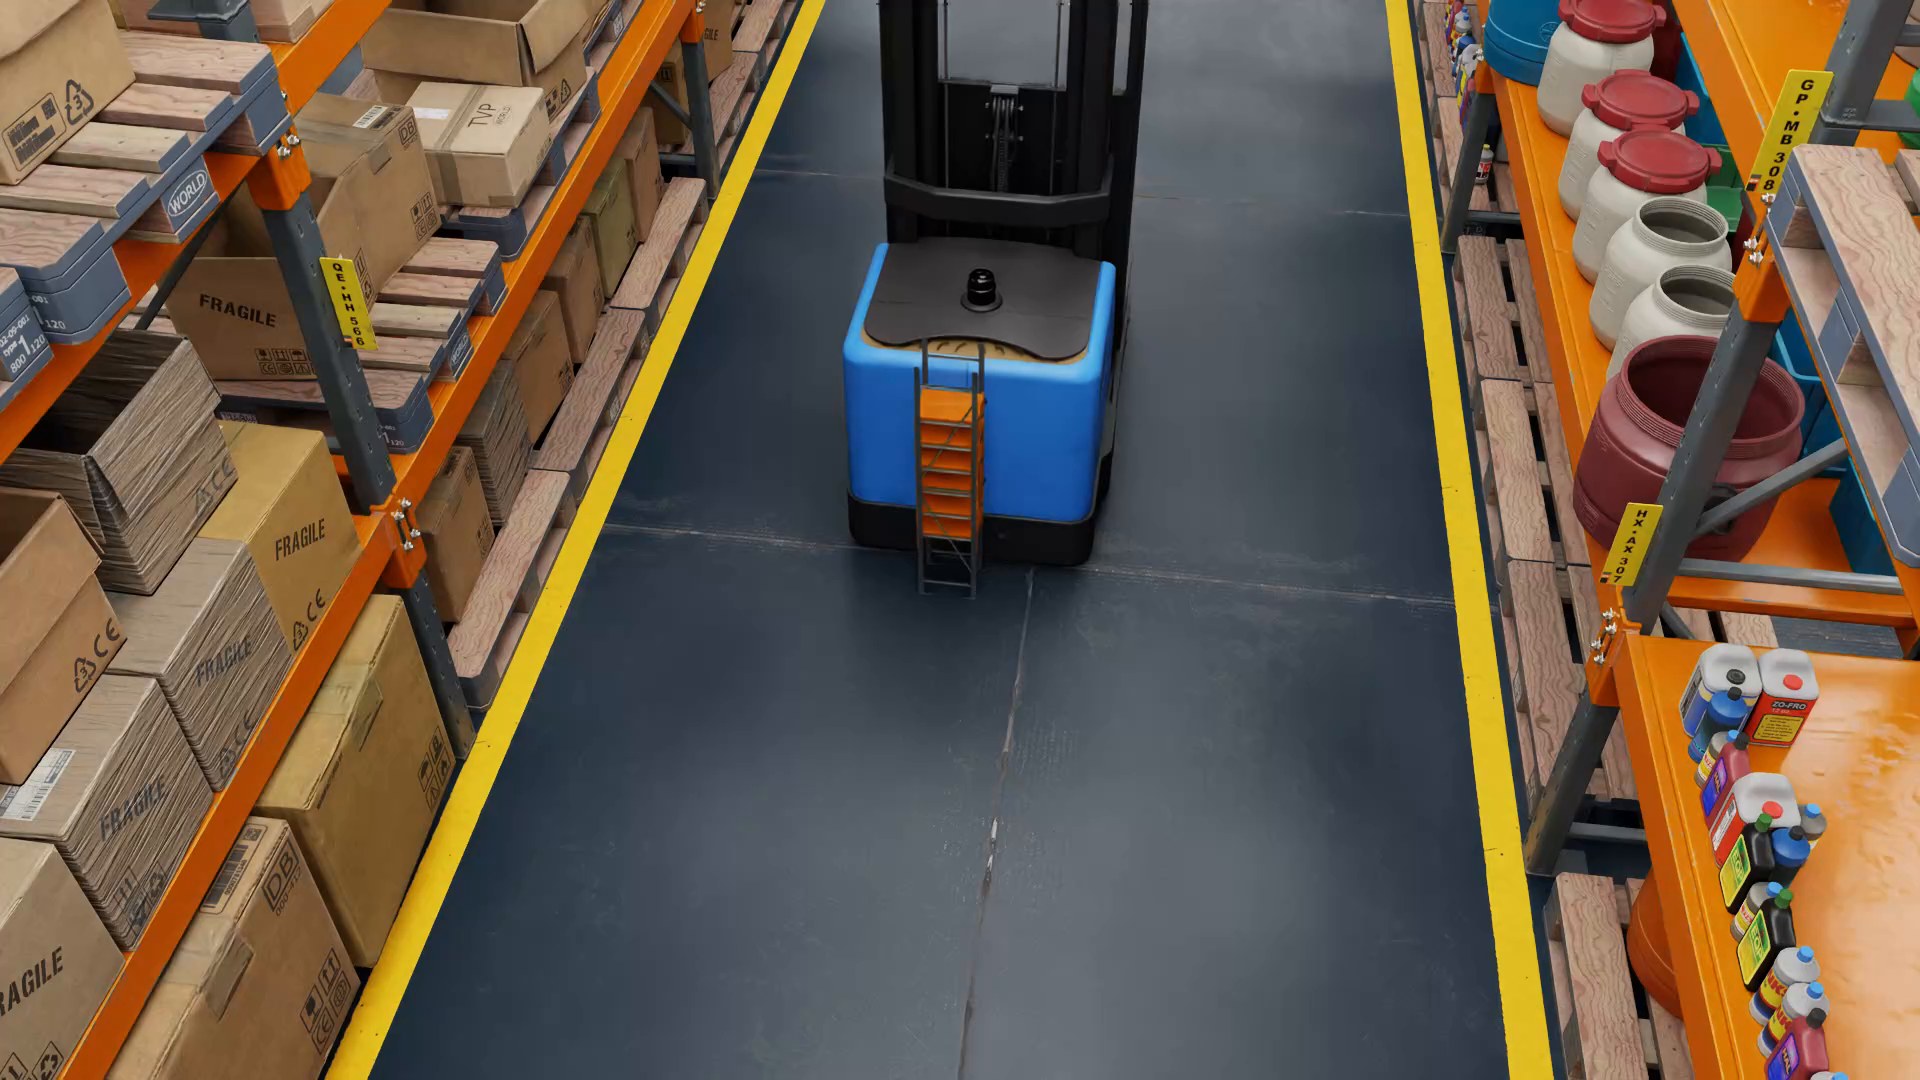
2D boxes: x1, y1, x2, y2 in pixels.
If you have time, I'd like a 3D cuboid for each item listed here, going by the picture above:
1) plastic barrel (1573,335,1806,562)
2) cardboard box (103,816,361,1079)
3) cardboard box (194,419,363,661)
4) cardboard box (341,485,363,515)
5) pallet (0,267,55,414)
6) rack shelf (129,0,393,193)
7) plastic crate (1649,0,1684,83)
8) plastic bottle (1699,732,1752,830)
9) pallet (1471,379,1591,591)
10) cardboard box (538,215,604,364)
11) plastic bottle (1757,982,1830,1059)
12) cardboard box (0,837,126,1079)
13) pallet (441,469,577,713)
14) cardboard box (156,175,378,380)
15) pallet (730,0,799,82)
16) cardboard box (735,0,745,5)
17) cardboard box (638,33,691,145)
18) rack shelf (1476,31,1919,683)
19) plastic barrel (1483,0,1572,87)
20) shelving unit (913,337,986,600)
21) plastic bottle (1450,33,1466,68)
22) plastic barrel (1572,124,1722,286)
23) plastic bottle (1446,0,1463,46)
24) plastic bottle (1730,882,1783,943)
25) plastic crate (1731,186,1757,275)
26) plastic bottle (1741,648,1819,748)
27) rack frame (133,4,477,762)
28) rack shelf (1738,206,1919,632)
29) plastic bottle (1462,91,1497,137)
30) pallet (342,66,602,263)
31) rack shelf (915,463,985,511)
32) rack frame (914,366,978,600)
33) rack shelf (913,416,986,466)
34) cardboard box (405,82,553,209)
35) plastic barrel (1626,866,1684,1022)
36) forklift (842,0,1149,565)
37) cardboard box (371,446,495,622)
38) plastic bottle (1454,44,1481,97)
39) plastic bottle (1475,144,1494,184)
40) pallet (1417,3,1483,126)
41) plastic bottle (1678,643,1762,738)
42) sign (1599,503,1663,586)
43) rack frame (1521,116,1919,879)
[{"bbox_3d":[2.296,-0.273,5.258,0.600,0.536,0.708,5,44,6],"label":"plastic barrel"},{"bbox_3d":[-2.612,1.364,4.867,1.225,0.875,0.875,5,44,6],"label":"cardboard box"},{"bbox_3d":[-2.194,-0.008,5.004,0.500,0.500,0.500,6,44,7],"label":"cardboard box"},{"bbox_3d":[-2.316,-0.314,6.352,0.500,0.250,0.500,7,44,7],"label":"cardboard box"},{"bbox_3d":[-2.552,-0.145,3.177,1.003,0.211,1.213,7,44,7],"label":"pallet"},{"bbox_3d":[-2.110,-2.521,6.072,1.077,0.370,4.000,5,44,6],"label":"rack shelf"},{"bbox_3d":[3.303,-2.271,7.421,0.402,0.464,0.583,5,44,6],"label":"plastic crate"},{"bbox_3d":[2.069,0.648,4.469,0.061,0.283,0.133,5,44,6],"label":"plastic bottle"},{"bbox_3d":[2.840,-0.221,7.330,1.003,0.211,1.213,5,44,6],"label":"pallet"},{"bbox_3d":[-2.103,-1.187,7.820,0.700,0.500,0.500,2,43,2],"label":"cardboard box"},{"bbox_3d":[1.993,1.139,3.959,0.097,0.271,0.097,0,43,0],"label":"plastic bottle"},{"bbox_3d":[-2.399,1.033,3.905,0.500,0.500,0.500,6,44,6],"label":"cardboard box"},{"bbox_3d":[-2.270,0.150,6.938,1.003,0.211,1.213,5,44,6],"label":"pallet"},{"bbox_3d":[-2.343,-0.890,5.631,0.500,0.500,0.500,0,43,0],"label":"cardboard box"},{"bbox_3d":[-1.633,-3.338,10.622,1.003,0.211,1.213,5,44,6],"label":"pallet"},{"bbox_3d":[-1.563,-3.768,10.560,0.500,0.500,0.500,9,44,9],"label":"cardboard box"},{"bbox_3d":[-1.753,-2.570,9.295,0.500,0.500,0.500,4,44,4],"label":"cardboard box"},{"bbox_3d":[2.799,-0.982,6.628,1.077,0.370,4.000,5,44,6],"label":"rack shelf"},{"bbox_3d":[2.713,-2.552,7.399,0.600,0.901,0.708,5,44,6],"label":"plastic barrel"},{"bbox_3d":[-0.040,-0.258,6.650,0.258,1.200,0.189,6,44,6],"label":"shelving unit"},{"bbox_3d":[2.972,-2.899,9.845,0.097,0.201,0.097,0,43,0],"label":"plastic bottle"},{"bbox_3d":[2.566,-1.228,6.267,0.433,0.535,0.433,0,43,0],"label":"plastic barrel"},{"bbox_3d":[2.996,-3.145,10.046,0.061,0.283,0.133,6,44,6],"label":"plastic bottle"},{"bbox_3d":[2.036,0.941,4.219,0.097,0.201,0.097,0,43,0],"label":"plastic bottle"},{"bbox_3d":[3.052,-0.977,6.053,0.402,0.464,0.583,5,44,6],"label":"plastic crate"},{"bbox_3d":[2.308,0.445,4.689,0.152,0.276,0.135,5,44,6],"label":"plastic bottle"},{"bbox_3d":[-2.374,-0.330,5.417,1.000,3.000,0.127,5,44,6],"label":"rack frame"},{"bbox_3d":[2.271,0.655,2.718,1.077,0.370,4.000,5,44,6],"label":"rack shelf"},{"bbox_3d":[2.889,-2.400,9.209,0.144,0.351,0.185,3,44,3],"label":"plastic bottle"},{"bbox_3d":[-2.153,-1.613,6.912,1.003,0.211,1.213,5,44,6],"label":"pallet"},{"bbox_3d":[-0.040,-0.226,6.681,0.258,0.103,0.180,6,44,6],"label":"rack shelf"},{"bbox_3d":[-0.053,-0.196,6.584,0.240,1.200,0.006,6,44,6],"label":"rack frame"},{"bbox_3d":[-0.040,-0.400,6.515,0.258,0.103,0.180,6,44,6],"label":"rack shelf"},{"bbox_3d":[-1.925,-1.549,6.508,0.500,0.250,0.500,4,44,4],"label":"cardboard box"},{"bbox_3d":[2.487,1.091,5.189,0.600,0.830,0.708,5,44,6],"label":"plastic barrel"},{"bbox_3d":[0.252,-1.978,7.207,1.130,2.935,3.031,6,44,6],"label":"forklift"},{"bbox_3d":[-2.306,-0.041,6.609,0.700,0.500,0.500,3,44,3],"label":"cardboard box"},{"bbox_3d":[2.957,-2.703,9.584,0.152,0.276,0.135,6,44,6],"label":"plastic bottle"},{"bbox_3d":[2.803,-2.025,8.922,0.097,0.201,0.097,0,43,0],"label":"plastic bottle"},{"bbox_3d":[3.353,-2.881,10.139,1.003,0.211,1.213,5,44,6],"label":"pallet"},{"bbox_3d":[2.157,0.431,4.704,0.152,0.276,0.135,5,44,6],"label":"plastic bottle"},{"bbox_3d":[1.989,0.016,4.933,0.100,0.325,0.005,5,44,6],"label":"sign"},{"bbox_3d":[2.535,0.120,4.941,1.000,3.000,0.127,5,44,6],"label":"rack frame"}]
